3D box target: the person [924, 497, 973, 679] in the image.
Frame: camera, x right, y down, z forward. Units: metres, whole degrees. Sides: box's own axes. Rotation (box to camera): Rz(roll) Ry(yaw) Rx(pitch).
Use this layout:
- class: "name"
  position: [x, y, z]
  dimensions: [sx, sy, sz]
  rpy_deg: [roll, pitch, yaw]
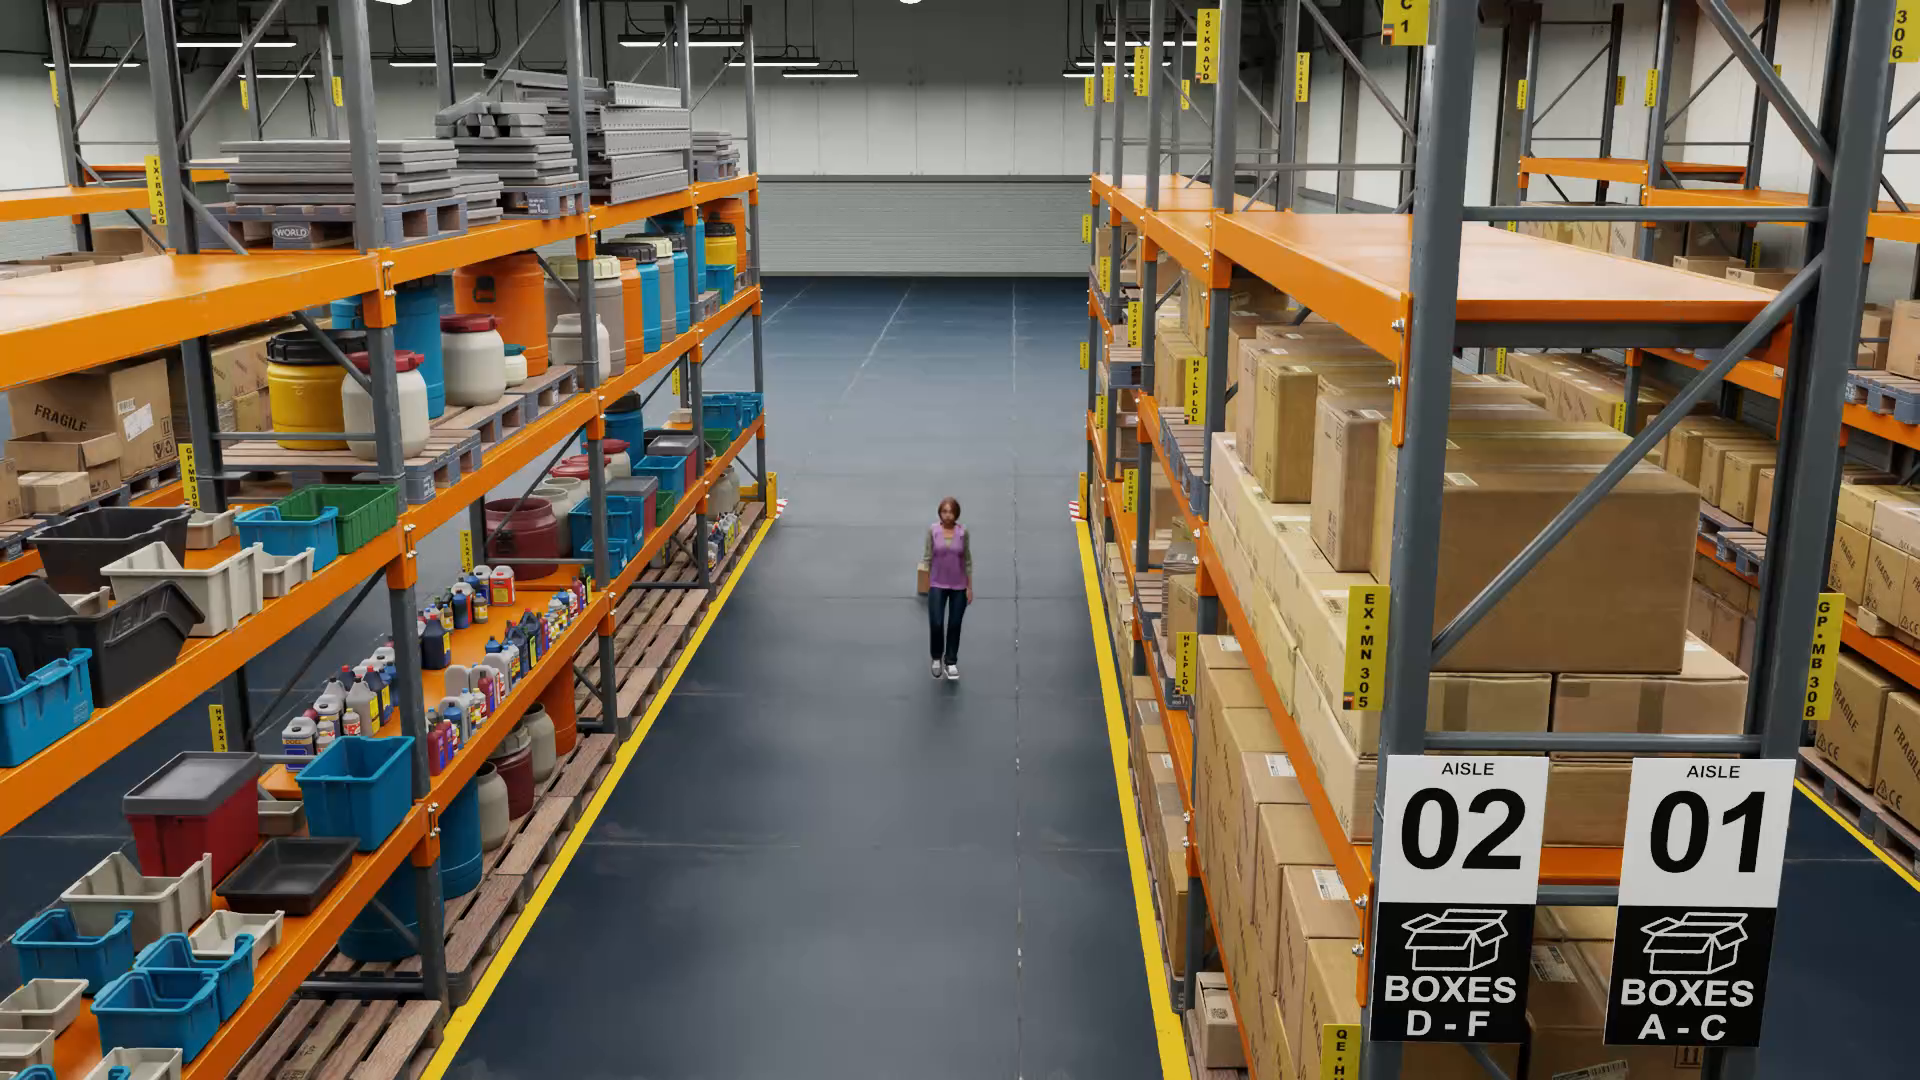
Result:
- class: "person"
  position: [-0.092, 0.427, 14.239]
  dimensions: [0.414, 1.600, 0.402]
  rpy_deg: [-2, 14, -7]
